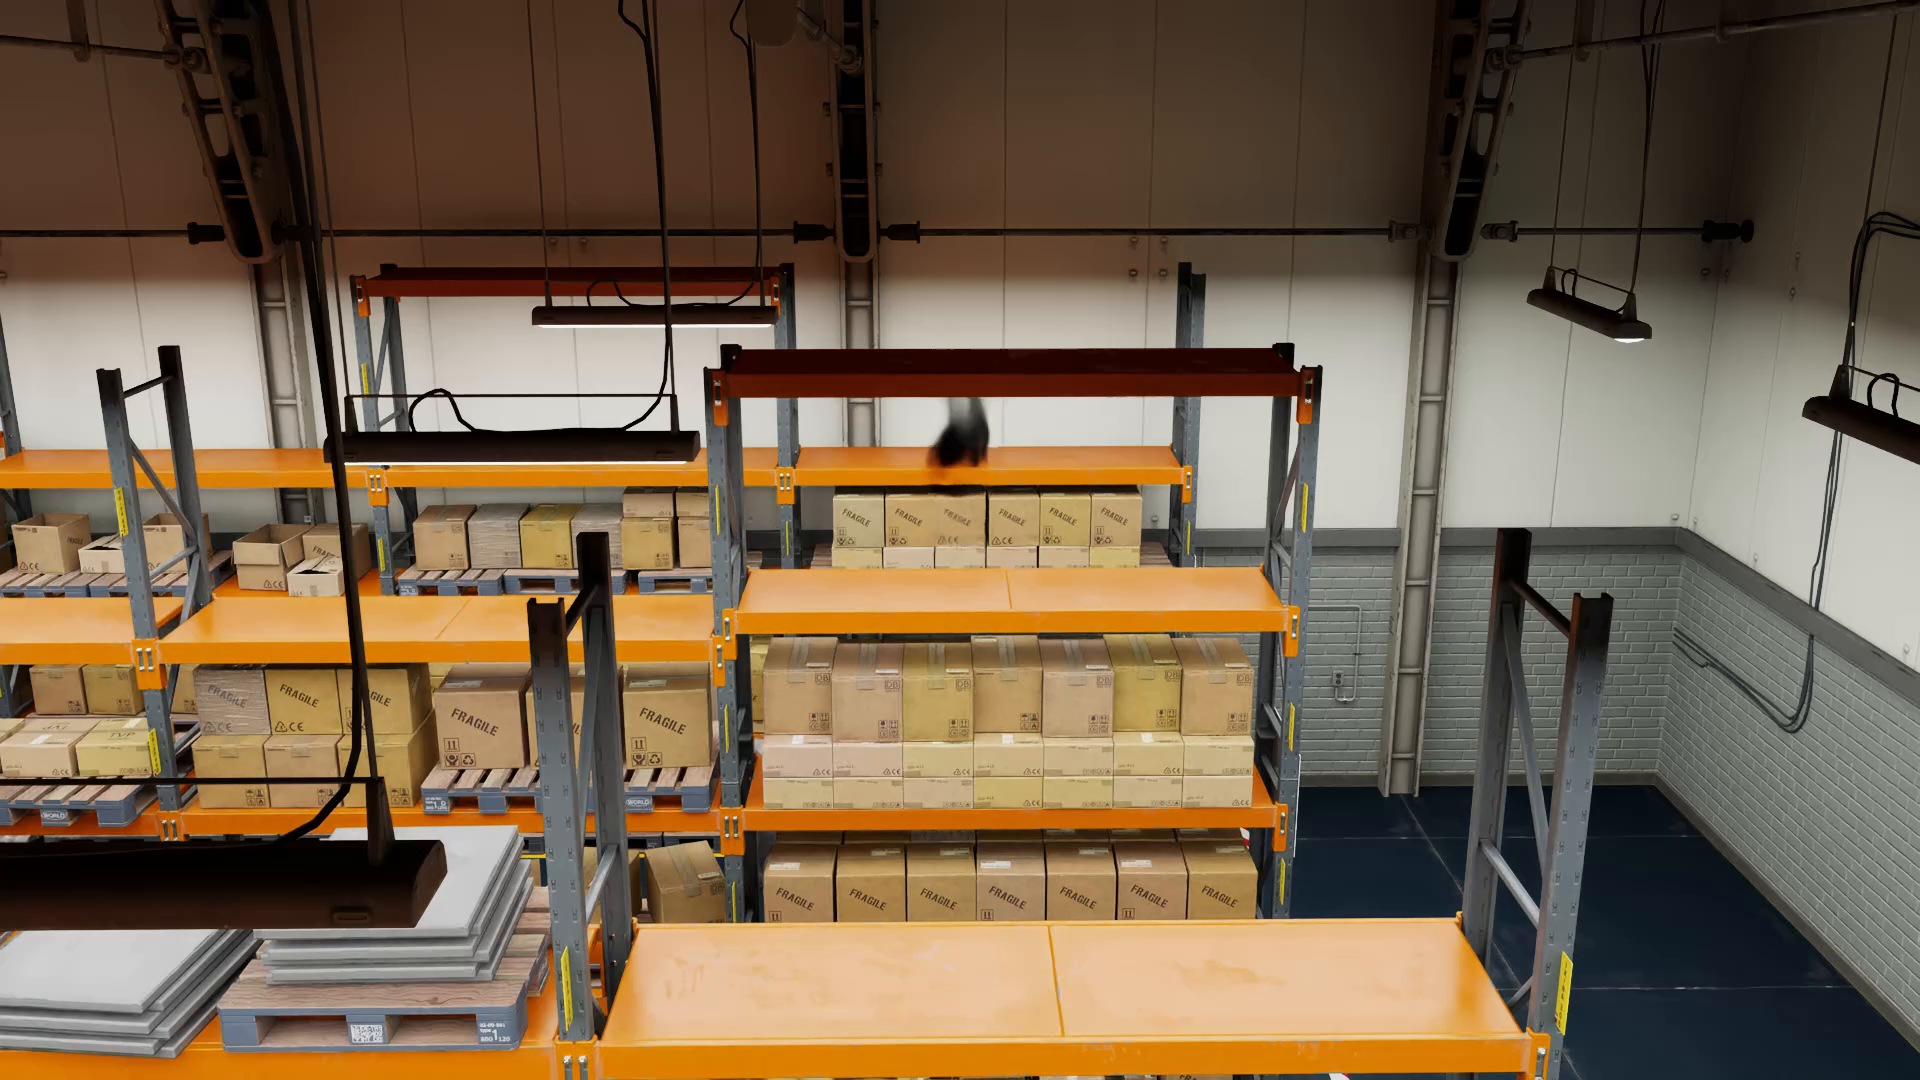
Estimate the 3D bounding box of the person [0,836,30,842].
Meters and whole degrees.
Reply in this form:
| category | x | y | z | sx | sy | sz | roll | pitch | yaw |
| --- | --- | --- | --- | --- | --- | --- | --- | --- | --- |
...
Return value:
| category | x | y | z | sx | sy | sz | roll | pitch | yaw |
| --- | --- | --- | --- | --- | --- | --- | --- | --- | --- |
| person | -8.920 | 2.816 | 15.747 | 0.850 | 1.761 | 0.648 | -10 | 19 | -31 |

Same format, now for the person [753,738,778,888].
| category | x | y | z | sx | sy | sz | roll | pitch | yaw |
| --- | --- | --- | --- | --- | --- | --- | --- | --- | --- |
| person | -1.870 | 2.719 | 16.138 | 0.877 | 1.730 | 0.709 | 5 | 17 | 16 |
